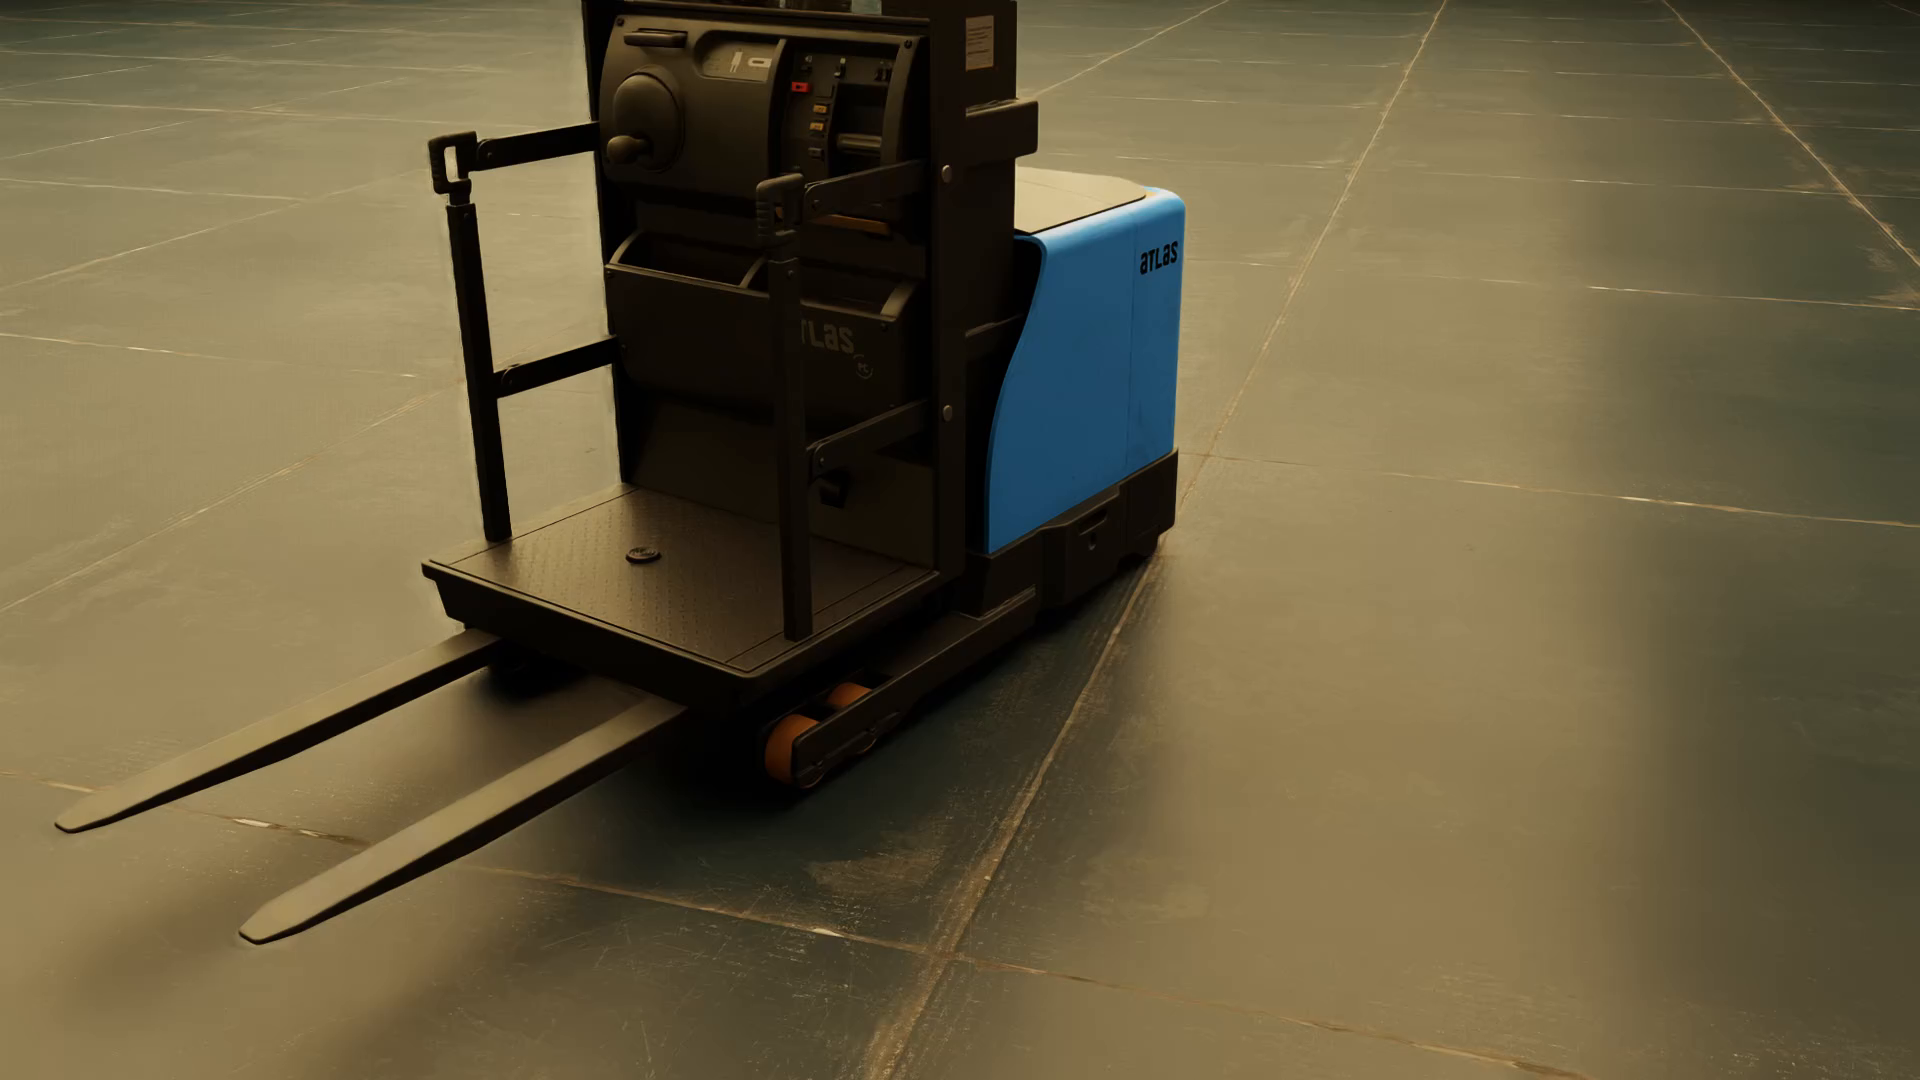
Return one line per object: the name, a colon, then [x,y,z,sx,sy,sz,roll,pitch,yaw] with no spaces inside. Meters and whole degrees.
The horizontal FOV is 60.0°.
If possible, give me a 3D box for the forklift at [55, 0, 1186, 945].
forklift: [-0.606,-1.001,3.703,1.130,2.935,3.031,15,27,32]
